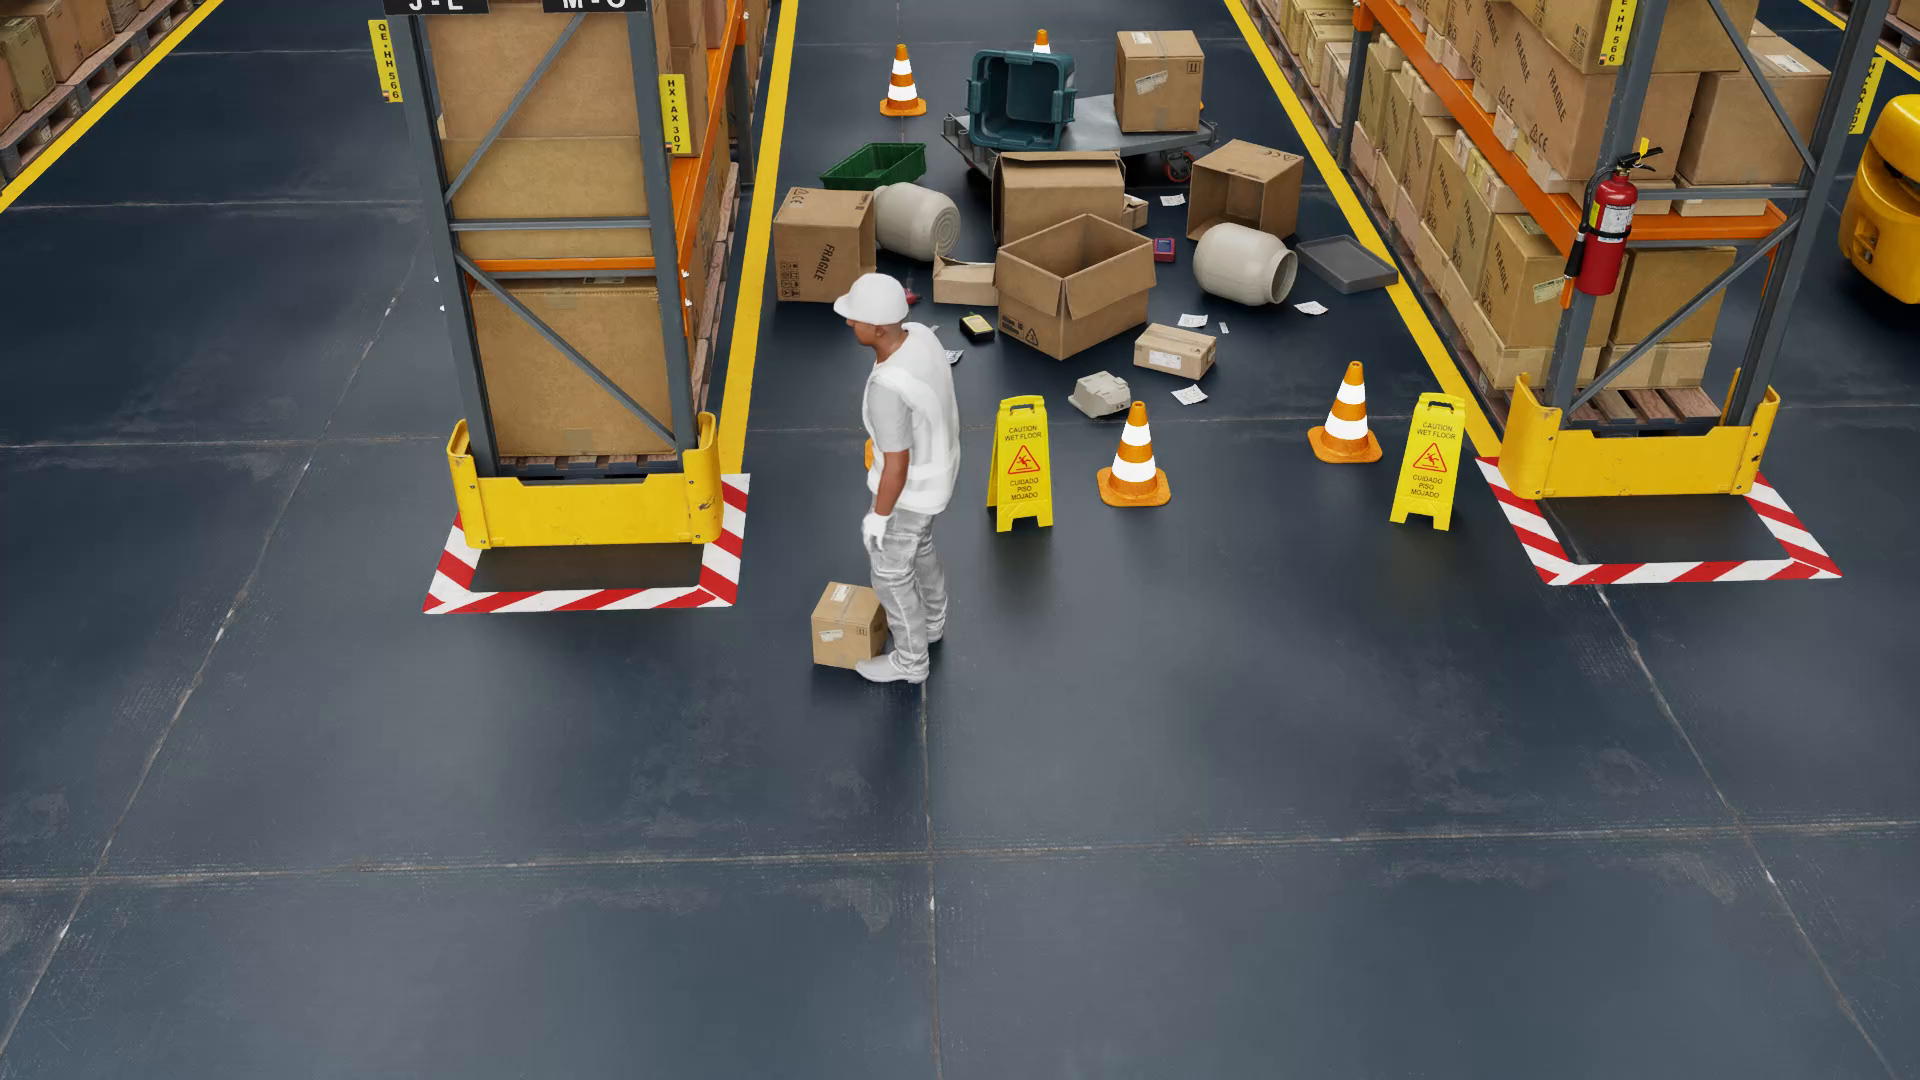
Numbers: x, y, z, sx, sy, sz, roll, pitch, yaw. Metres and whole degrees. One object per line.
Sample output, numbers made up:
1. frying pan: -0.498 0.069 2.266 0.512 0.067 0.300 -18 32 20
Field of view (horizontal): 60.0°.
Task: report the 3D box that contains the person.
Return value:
1. person: -0.233 -0.225 6.457 0.444 1.775 0.629 7 36 10
